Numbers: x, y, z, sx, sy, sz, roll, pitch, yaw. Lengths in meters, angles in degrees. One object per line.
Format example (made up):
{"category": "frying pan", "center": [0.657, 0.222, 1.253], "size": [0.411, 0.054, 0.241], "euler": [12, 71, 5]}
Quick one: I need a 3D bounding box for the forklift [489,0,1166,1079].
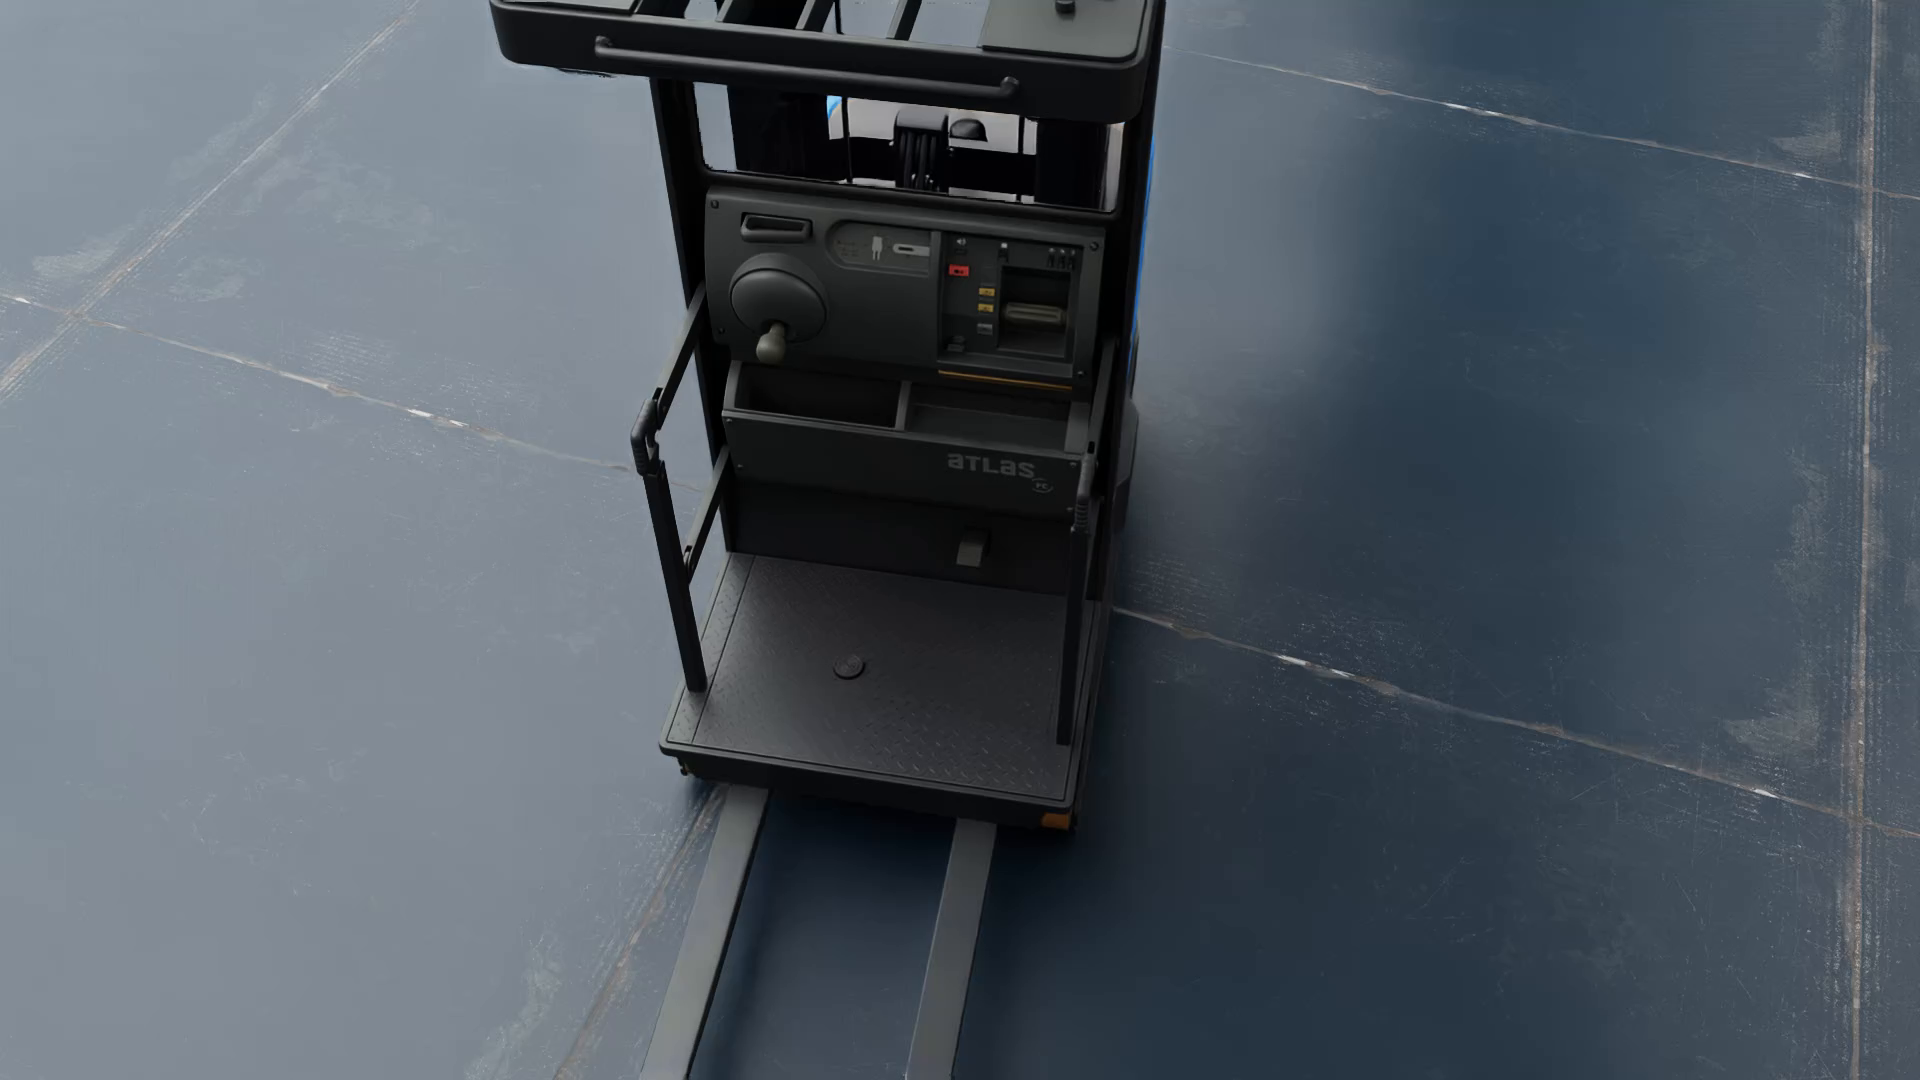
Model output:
{"category": "forklift", "center": [-0.171, -0.474, 3.721], "size": [1.130, 2.935, 3.031], "euler": [8, 50, 6]}
